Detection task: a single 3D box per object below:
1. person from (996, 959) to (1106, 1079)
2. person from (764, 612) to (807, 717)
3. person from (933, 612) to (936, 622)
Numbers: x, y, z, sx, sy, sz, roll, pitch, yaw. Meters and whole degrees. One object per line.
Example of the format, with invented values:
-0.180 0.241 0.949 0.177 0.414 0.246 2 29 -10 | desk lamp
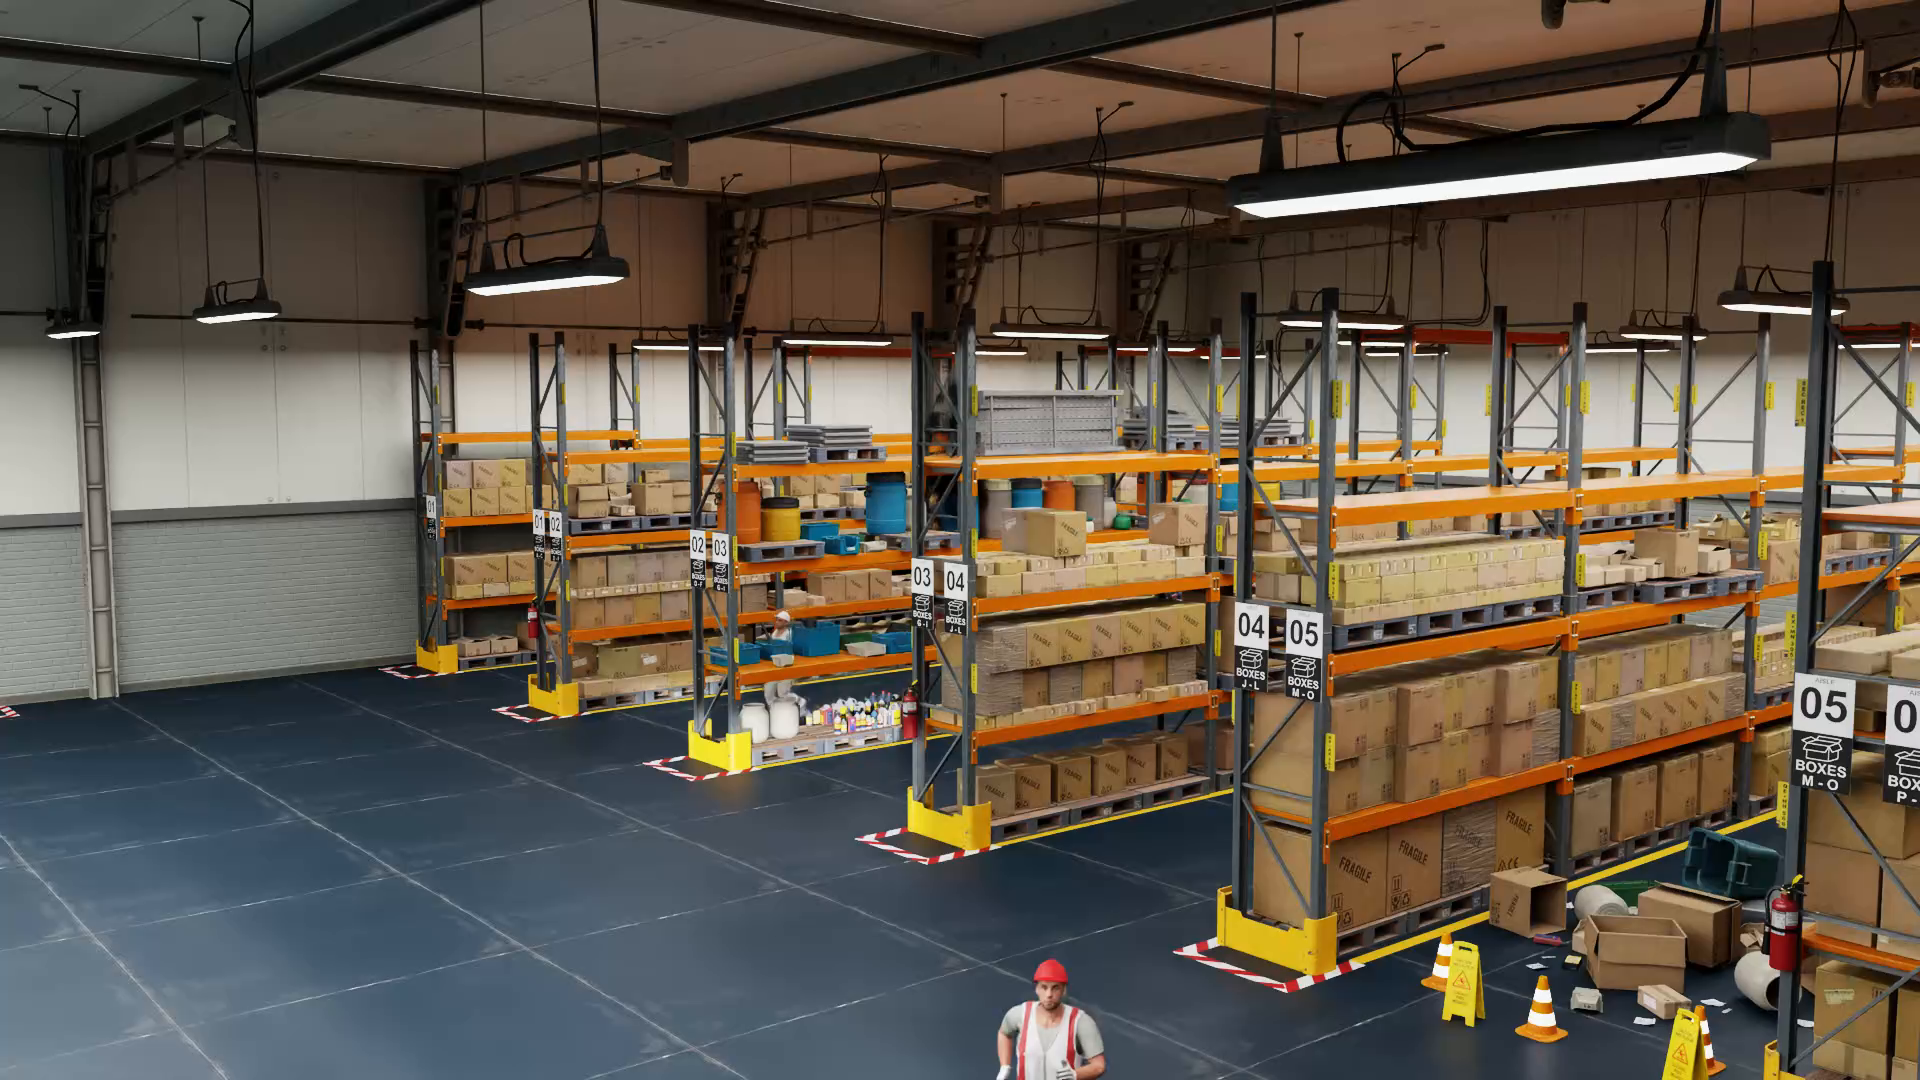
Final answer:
0.526 3.331 9.770 0.659 1.760 0.996 1 5 6 | person
-2.697 1.956 25.288 0.663 1.748 0.780 5 7 42 | person
-0.642 1.143 34.551 0.578 1.684 0.782 4 7 36 | person
